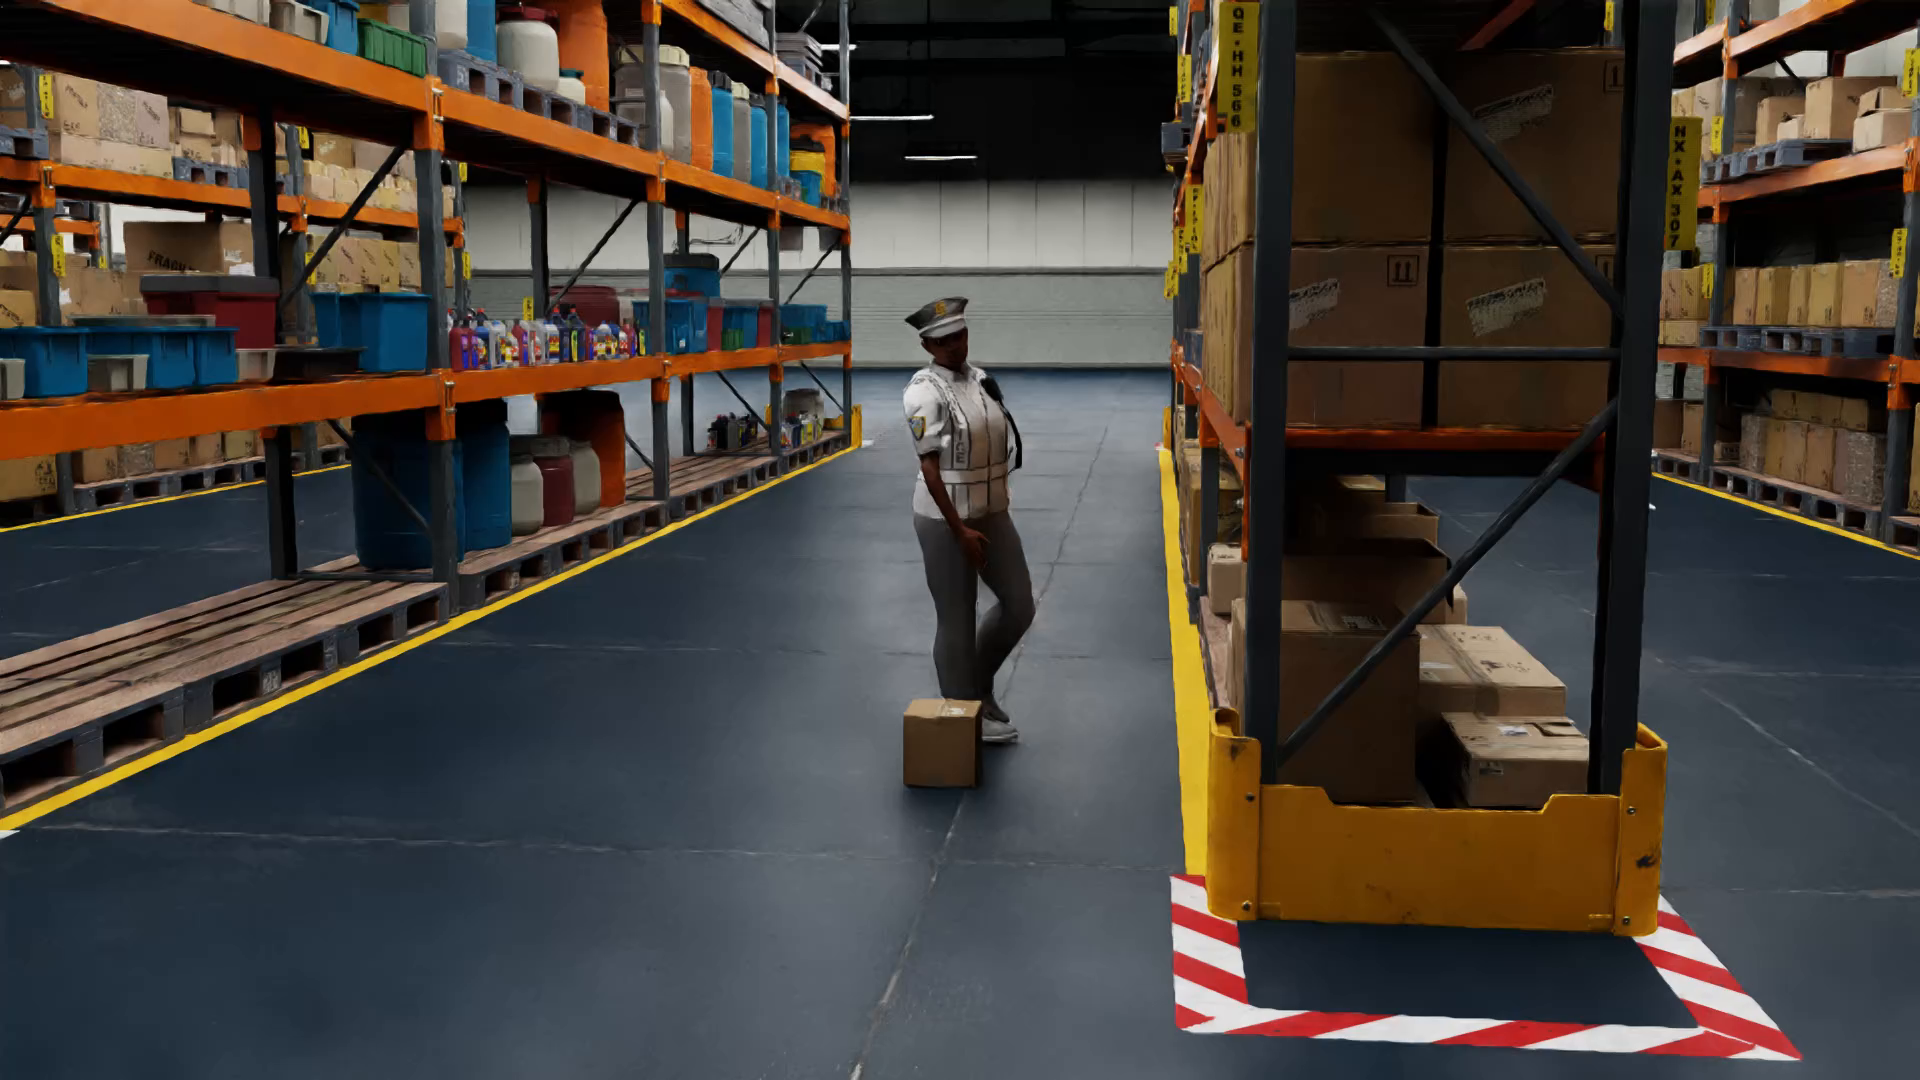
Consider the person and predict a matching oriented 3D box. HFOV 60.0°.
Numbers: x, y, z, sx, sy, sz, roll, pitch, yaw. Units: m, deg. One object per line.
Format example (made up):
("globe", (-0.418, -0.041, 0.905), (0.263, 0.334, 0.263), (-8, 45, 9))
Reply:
("person", (0.037, -0.064, 6.244), (0.408, 1.680, 0.574), (7, 10, 40))
